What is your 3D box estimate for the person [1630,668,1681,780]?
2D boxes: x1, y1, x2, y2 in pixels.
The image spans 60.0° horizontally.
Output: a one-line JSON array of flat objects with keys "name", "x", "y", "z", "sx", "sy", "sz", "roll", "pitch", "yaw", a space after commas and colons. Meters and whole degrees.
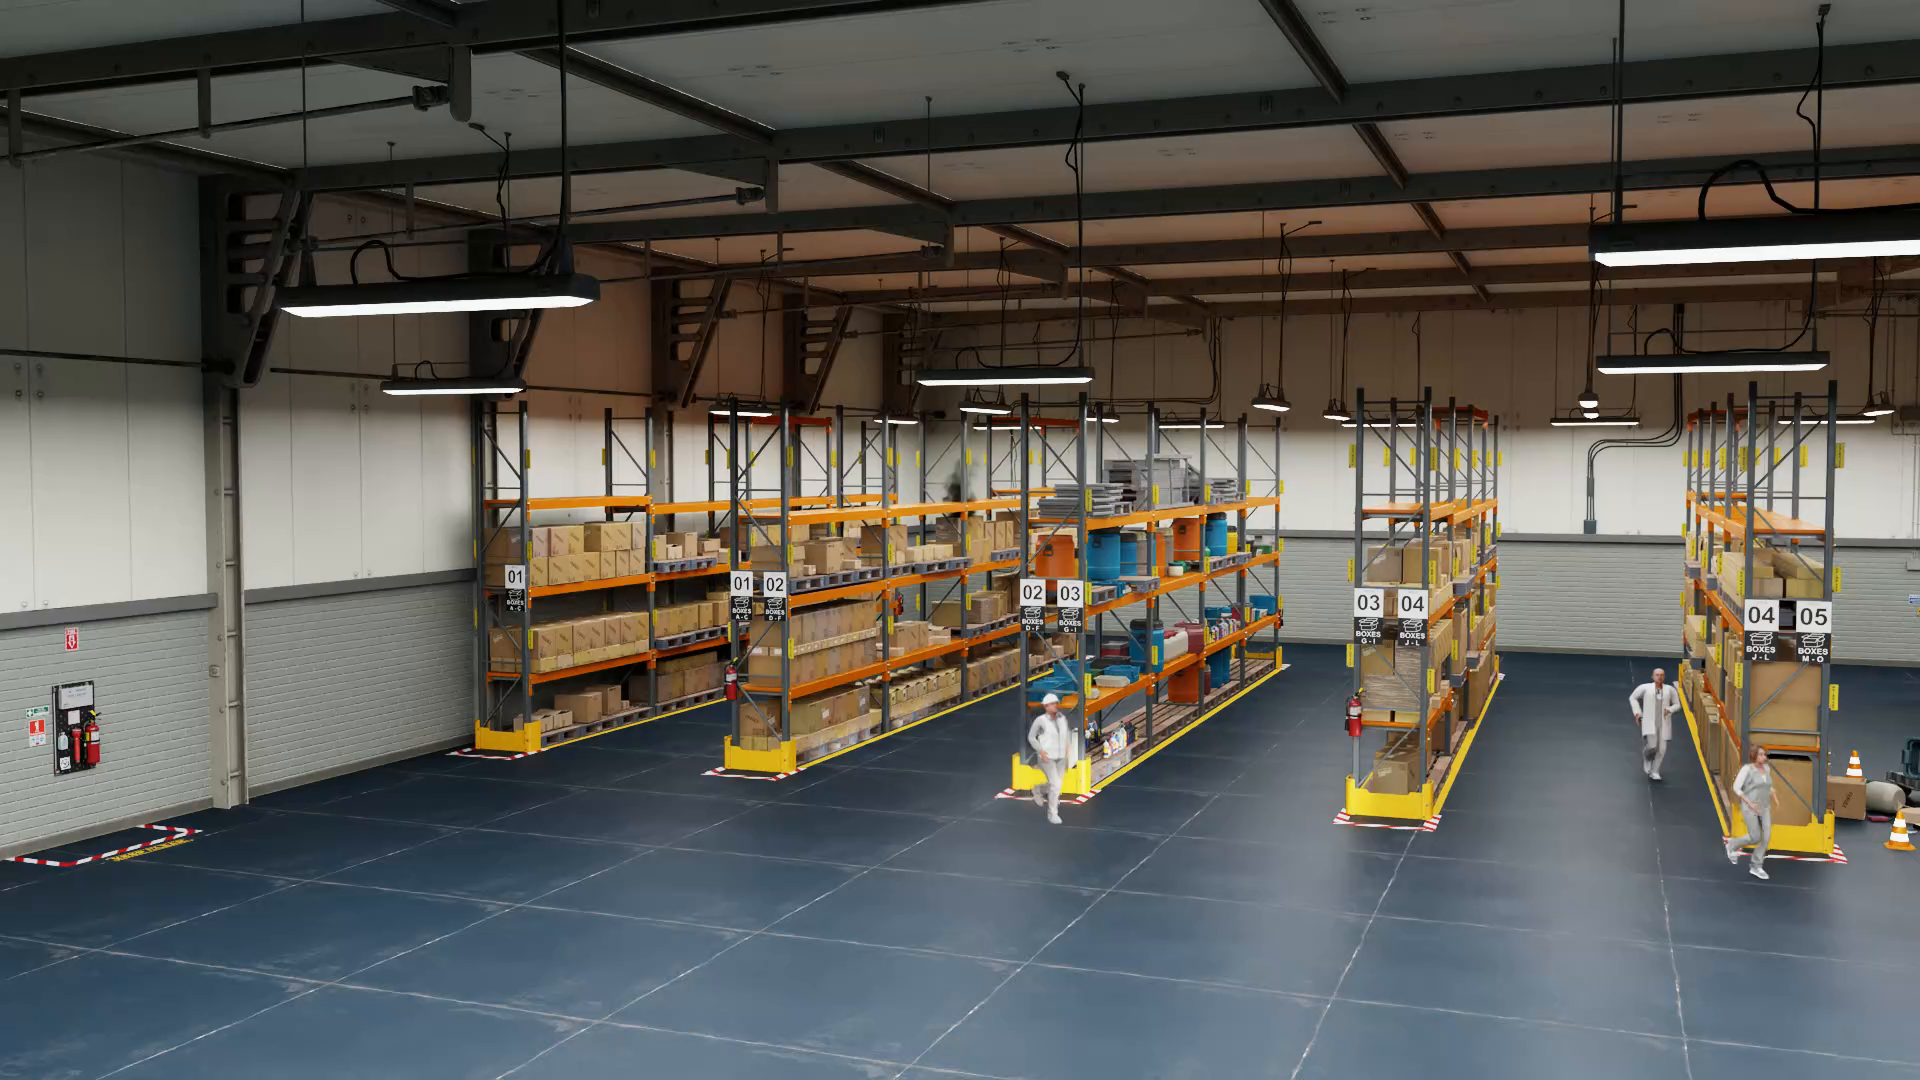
[{"name": "person", "x": 10.851, "y": 2.878, "z": 25.893, "sx": 0.714, "sy": 1.720, "sz": 0.616, "roll": 1, "pitch": 3, "yaw": 10}]

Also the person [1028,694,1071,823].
[{"name": "person", "x": 1.227, "y": 3.012, "z": 23.146, "sx": 0.676, "sy": 1.776, "sz": 0.719, "roll": -2, "pitch": 3, "yaw": -35}]

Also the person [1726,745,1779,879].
[{"name": "person", "x": 9.564, "y": 3.250, "z": 20.068, "sx": 0.562, "sy": 1.578, "sz": 0.585, "roll": -1, "pitch": 3, "yaw": -17}]
